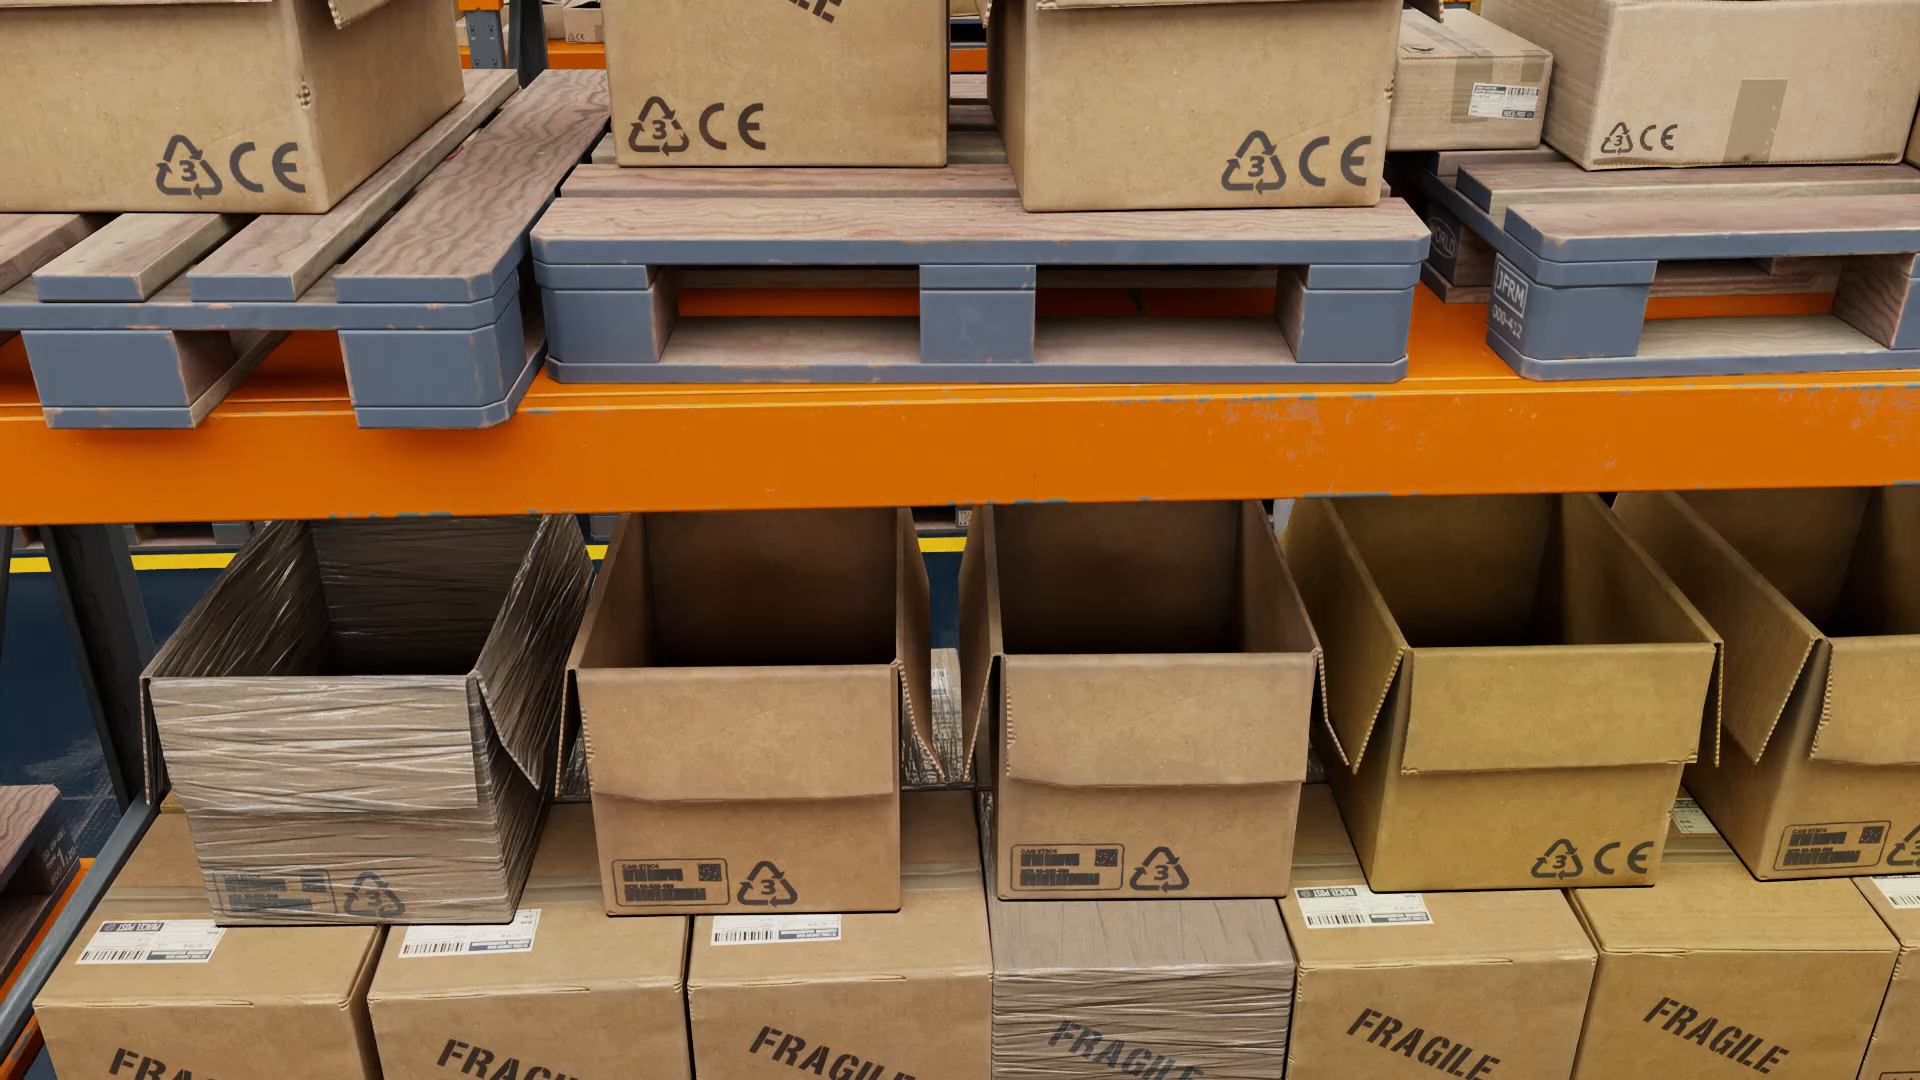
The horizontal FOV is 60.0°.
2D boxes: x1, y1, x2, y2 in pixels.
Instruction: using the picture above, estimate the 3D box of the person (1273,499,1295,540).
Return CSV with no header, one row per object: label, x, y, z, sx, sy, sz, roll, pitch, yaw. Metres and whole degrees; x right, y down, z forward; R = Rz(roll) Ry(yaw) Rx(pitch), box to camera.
person,1.309,0.064,6.001,0.362,1.671,0.510,-3,28,-6
